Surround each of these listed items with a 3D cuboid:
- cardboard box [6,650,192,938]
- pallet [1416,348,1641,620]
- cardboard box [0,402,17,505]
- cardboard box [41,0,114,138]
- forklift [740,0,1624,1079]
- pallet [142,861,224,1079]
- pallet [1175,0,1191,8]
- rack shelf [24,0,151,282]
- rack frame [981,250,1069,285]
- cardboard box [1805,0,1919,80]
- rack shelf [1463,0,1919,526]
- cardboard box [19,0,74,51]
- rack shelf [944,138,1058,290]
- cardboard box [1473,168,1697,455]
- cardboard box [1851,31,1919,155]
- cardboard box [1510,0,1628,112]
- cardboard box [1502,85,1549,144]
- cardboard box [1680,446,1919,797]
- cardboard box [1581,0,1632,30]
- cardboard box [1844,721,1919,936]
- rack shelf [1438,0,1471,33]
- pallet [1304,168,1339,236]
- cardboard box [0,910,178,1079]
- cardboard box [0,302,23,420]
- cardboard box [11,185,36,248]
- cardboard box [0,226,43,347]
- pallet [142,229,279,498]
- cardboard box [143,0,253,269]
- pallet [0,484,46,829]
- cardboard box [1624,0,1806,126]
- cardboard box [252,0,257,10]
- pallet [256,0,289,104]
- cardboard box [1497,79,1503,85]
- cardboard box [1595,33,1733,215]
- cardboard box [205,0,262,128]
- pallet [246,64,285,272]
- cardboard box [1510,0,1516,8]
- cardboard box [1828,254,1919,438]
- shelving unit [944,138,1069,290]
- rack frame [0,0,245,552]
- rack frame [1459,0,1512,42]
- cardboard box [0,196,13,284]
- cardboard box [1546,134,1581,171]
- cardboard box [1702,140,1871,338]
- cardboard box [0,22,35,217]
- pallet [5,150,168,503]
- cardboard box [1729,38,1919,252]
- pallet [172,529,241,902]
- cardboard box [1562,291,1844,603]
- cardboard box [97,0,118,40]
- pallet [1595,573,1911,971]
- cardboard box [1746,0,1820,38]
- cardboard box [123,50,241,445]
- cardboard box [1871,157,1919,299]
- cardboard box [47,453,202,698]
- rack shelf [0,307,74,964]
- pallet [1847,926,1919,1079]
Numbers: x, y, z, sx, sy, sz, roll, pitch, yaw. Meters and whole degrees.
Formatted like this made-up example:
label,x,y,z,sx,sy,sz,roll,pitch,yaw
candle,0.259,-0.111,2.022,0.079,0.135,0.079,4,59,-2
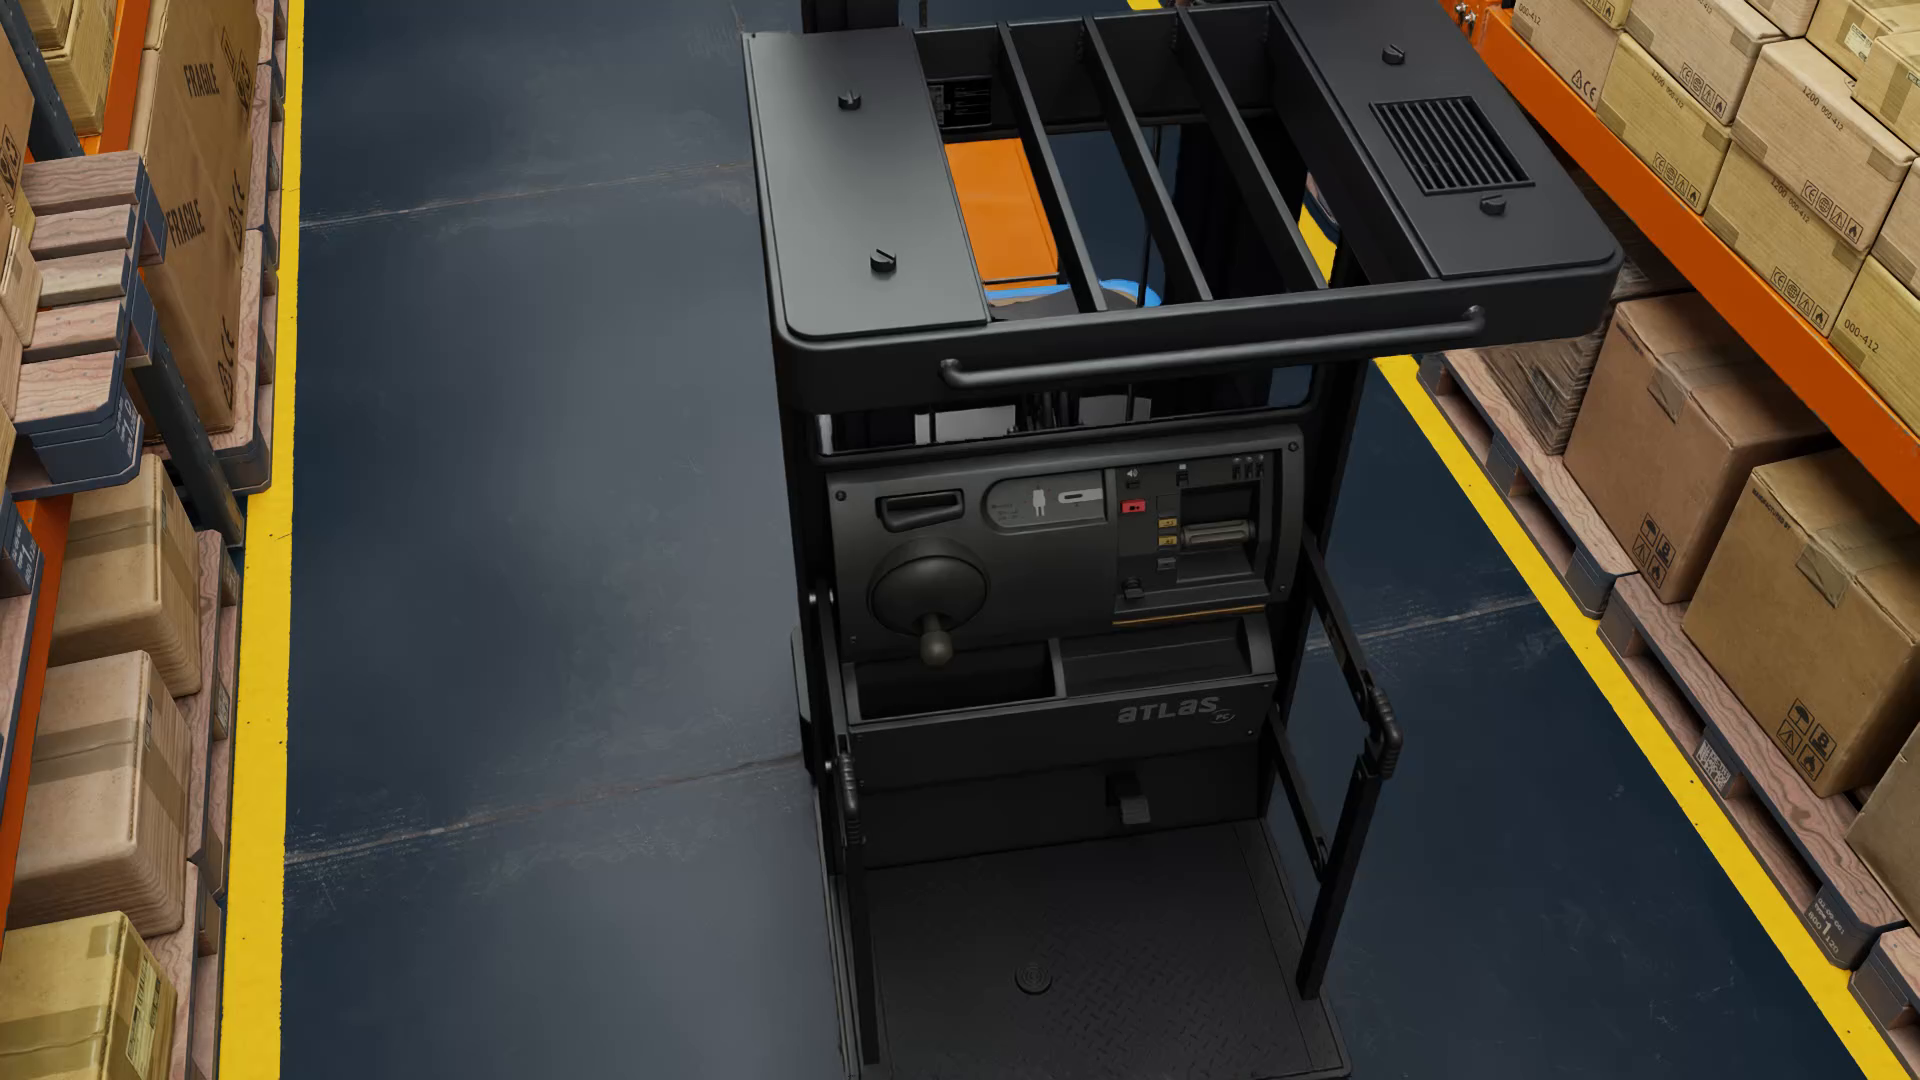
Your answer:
label,x,y,z,sx,sy,sz,roll,pitch,yaw
cardboard box,-2.416,0.699,4.010,0.950,0.372,0.625,-12,47,-11
pallet,2.222,-0.332,5.428,1.003,0.211,1.213,-11,47,-10
cardboard box,-2.049,-0.149,3.178,0.380,0.149,0.250,-10,46,-10
cardboard box,-2.630,-1.305,4.534,0.500,0.250,0.500,-11,47,-11
forklift,0.250,0.108,3.092,1.130,2.935,3.031,-6,46,-6
pallet,-2.240,1.383,3.747,1.003,0.211,1.213,-11,47,-10
pallet,1.586,-2.271,7.328,1.003,0.211,1.213,-11,47,-10
rack shelf,-3.260,-2.103,5.714,1.077,0.370,4.000,-11,47,-10
rack frame,0.059,-0.355,4.811,0.500,1.125,0.032,-6,46,-6
cardboard box,2.179,-1.169,3.771,0.380,0.149,0.250,-10,46,-10
rack shelf,2.561,-0.251,3.899,1.077,0.370,4.000,-11,47,-10
cardboard box,-2.639,-1.491,4.366,0.500,0.250,0.500,-11,47,-11
rack shelf,-0.020,-0.919,4.953,0.538,0.278,1.000,-6,46,-6
cardboard box,2.196,-0.766,5.269,0.875,0.625,0.625,-9,46,-9
cardboard box,2.187,-0.983,3.589,0.380,0.149,0.250,-10,46,-9
cardboard box,1.927,-1.480,4.705,0.500,0.250,0.500,-11,47,-10
cardboard box,1.733,-1.408,5.986,0.500,0.500,0.500,-9,46,-9
cardboard box,2.543,0.148,4.373,0.875,0.625,0.625,-12,47,-12
cardboard box,1.903,-1.651,4.522,0.500,0.250,0.500,-11,47,-10
cardboard box,2.738,0.667,3.865,0.875,0.625,0.625,-11,47,-11
rack shelf,1.537,-3.013,6.606,1.077,0.370,4.000,-11,47,-10
pallet,1.895,-1.430,6.504,1.003,0.211,1.213,-11,47,-10
cardboard box,-2.228,1.224,3.496,0.950,0.372,0.625,-9,46,-9
cardboard box,-2.133,-0.336,3.361,0.380,0.149,0.250,-13,47,-12
cardboard box,-2.298,-0.677,3.695,0.380,0.149,0.250,-10,46,-10
cardboard box,-2.190,-0.512,3.533,0.380,0.149,0.250,-11,47,-11
pallet,-2.877,-0.556,5.647,1.003,0.211,1.213,-11,47,-10
cardboard box,-3.069,-1.485,5.799,0.875,0.875,0.875,-10,46,-10
pallet,-2.202,0.453,2.840,1.003,0.211,1.213,-11,47,-10
cardboard box,2.054,-1.309,4.188,0.500,0.250,0.500,-9,46,-9
cardboard box,-3.536,-2.725,7.014,0.875,0.875,0.875,-9,46,-9
pallet,-3.502,-2.240,7.298,1.003,0.211,1.213,-11,47,-10
cardboard box,1.678,-1.677,5.796,0.380,0.149,0.250,-13,47,-12
cardboard box,2.051,-1.132,4.364,0.500,0.250,0.500,-12,47,-11
cardboard box,-3.297,-2.103,6.404,0.875,0.875,0.875,-9,46,-9
pallet,-3.186,-1.396,6.471,1.003,0.211,1.213,-11,47,-10
cardboard box,2.175,-1.988,6.100,0.380,0.149,0.250,-9,46,-9
cardboard box,2.320,-0.419,3.666,0.500,0.250,0.500,-9,46,-9
shelving unit,-0.020,-0.714,5.162,0.538,1.125,1.048,-6,46,-6
rack frame,-2.748,-0.974,4.104,1.000,3.000,0.127,-11,47,-10
rack frame,2.049,-1.884,4.996,1.000,3.000,0.127,-11,47,-10
cardboard box,-2.220,-0.642,3.206,0.500,0.500,0.500,-11,47,-11
cardboard box,2.212,-1.498,6.074,0.500,0.500,0.500,-9,46,-9
cardboard box,2.189,-0.778,4.017,0.500,0.250,0.500,-12,47,-12
cardboard box,-2.363,-0.997,3.554,0.500,0.500,0.500,-12,47,-11
pallet,-2.462,-0.434,3.709,1.213,0.211,1.003,-11,47,-10
cardboard box,2.170,-0.945,3.830,0.500,0.250,0.500,-12,47,-11
pallet,-2.549,0.542,4.571,1.003,0.211,1.213,-11,47,-10
cardboard box,2.371,-0.317,4.829,0.875,0.625,0.625,-9,46,-9
cardboard box,-2.778,-1.656,4.878,0.500,0.250,0.500,-12,47,-11
pallet,2.531,0.509,4.604,1.003,0.211,1.213,-11,47,-10
cardboard box,2.086,-1.337,3.936,0.380,0.149,0.250,-10,46,-10
cardboard box,-2.844,-0.869,5.195,0.875,0.875,0.875,-11,47,-11
cardboard box,2.326,-0.596,3.489,0.500,0.250,0.500,-10,46,-10
cardboard box,-2.613,0.191,4.508,0.950,0.372,0.625,-14,47,-13
rack shelf,-2.236,0.659,3.008,1.077,0.370,4.000,-11,47,-10
pallet,2.847,1.352,3.777,1.003,0.211,1.213,-11,47,-10
